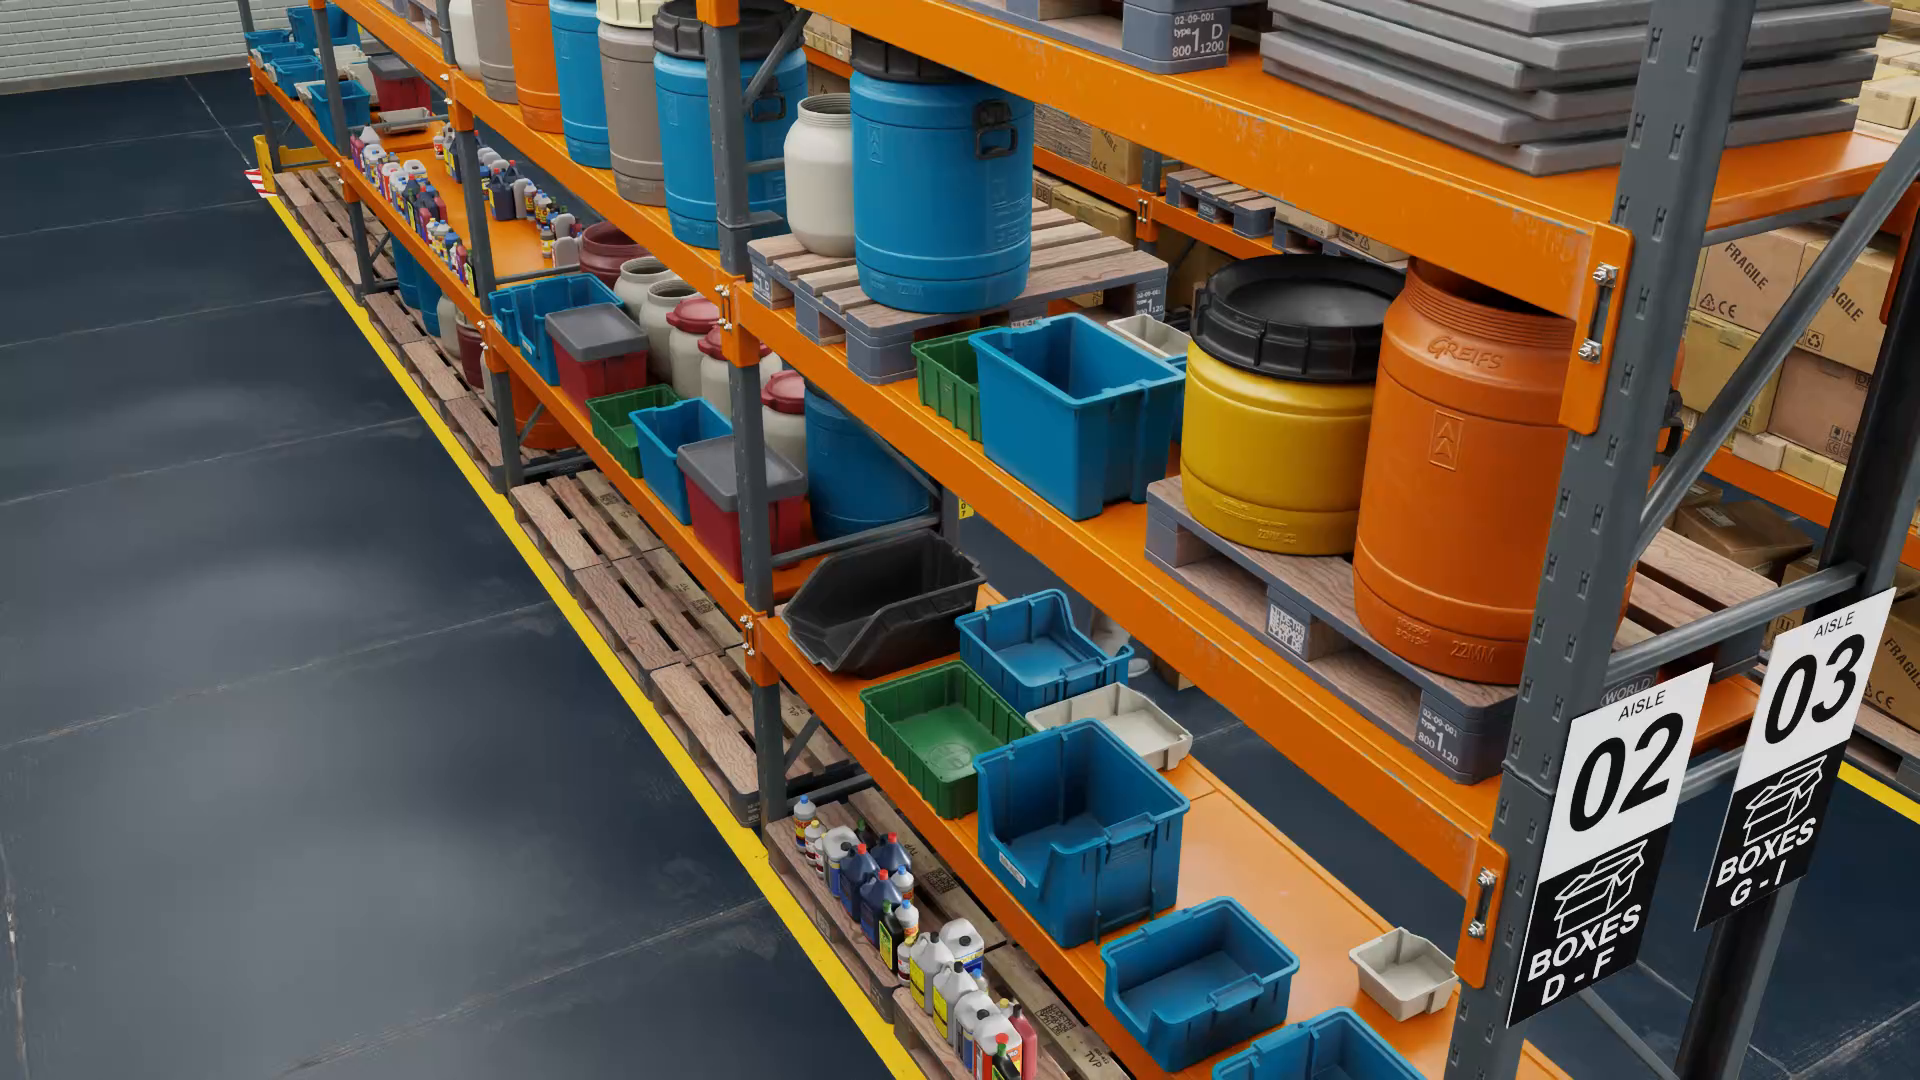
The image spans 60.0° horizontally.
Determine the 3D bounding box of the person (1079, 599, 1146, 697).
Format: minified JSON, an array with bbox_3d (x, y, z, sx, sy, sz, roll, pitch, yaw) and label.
[{"bbox_3d":[0.791,0.068,8.428,0.376,1.762,0.529,-15,32,-25],"label":"person"}]
